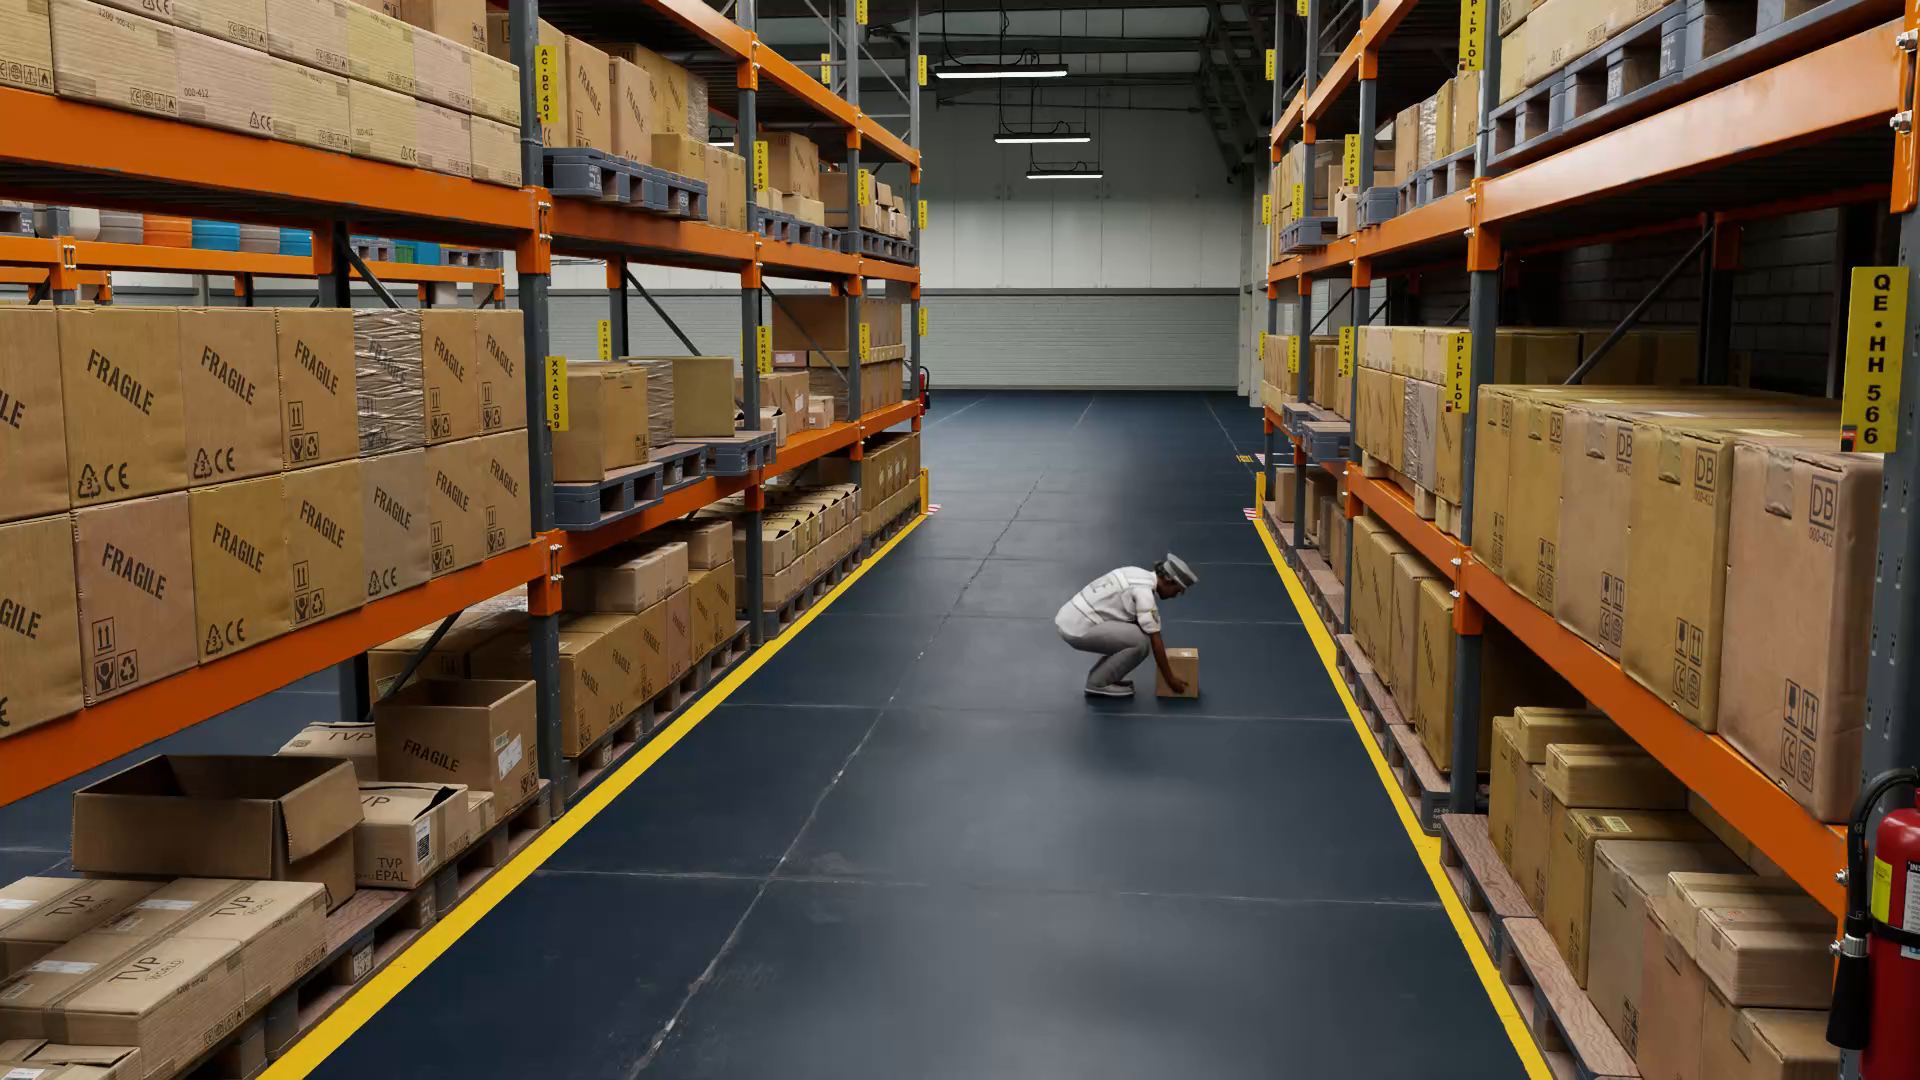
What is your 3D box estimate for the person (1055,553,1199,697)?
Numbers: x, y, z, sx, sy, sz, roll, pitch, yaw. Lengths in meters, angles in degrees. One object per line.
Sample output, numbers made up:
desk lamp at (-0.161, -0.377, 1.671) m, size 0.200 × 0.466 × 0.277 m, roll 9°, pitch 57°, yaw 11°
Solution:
person at (1.010, 0.515, 10.093) m, size 0.863 × 0.845 × 0.471 m, roll 1°, pitch 8°, yaw 6°
